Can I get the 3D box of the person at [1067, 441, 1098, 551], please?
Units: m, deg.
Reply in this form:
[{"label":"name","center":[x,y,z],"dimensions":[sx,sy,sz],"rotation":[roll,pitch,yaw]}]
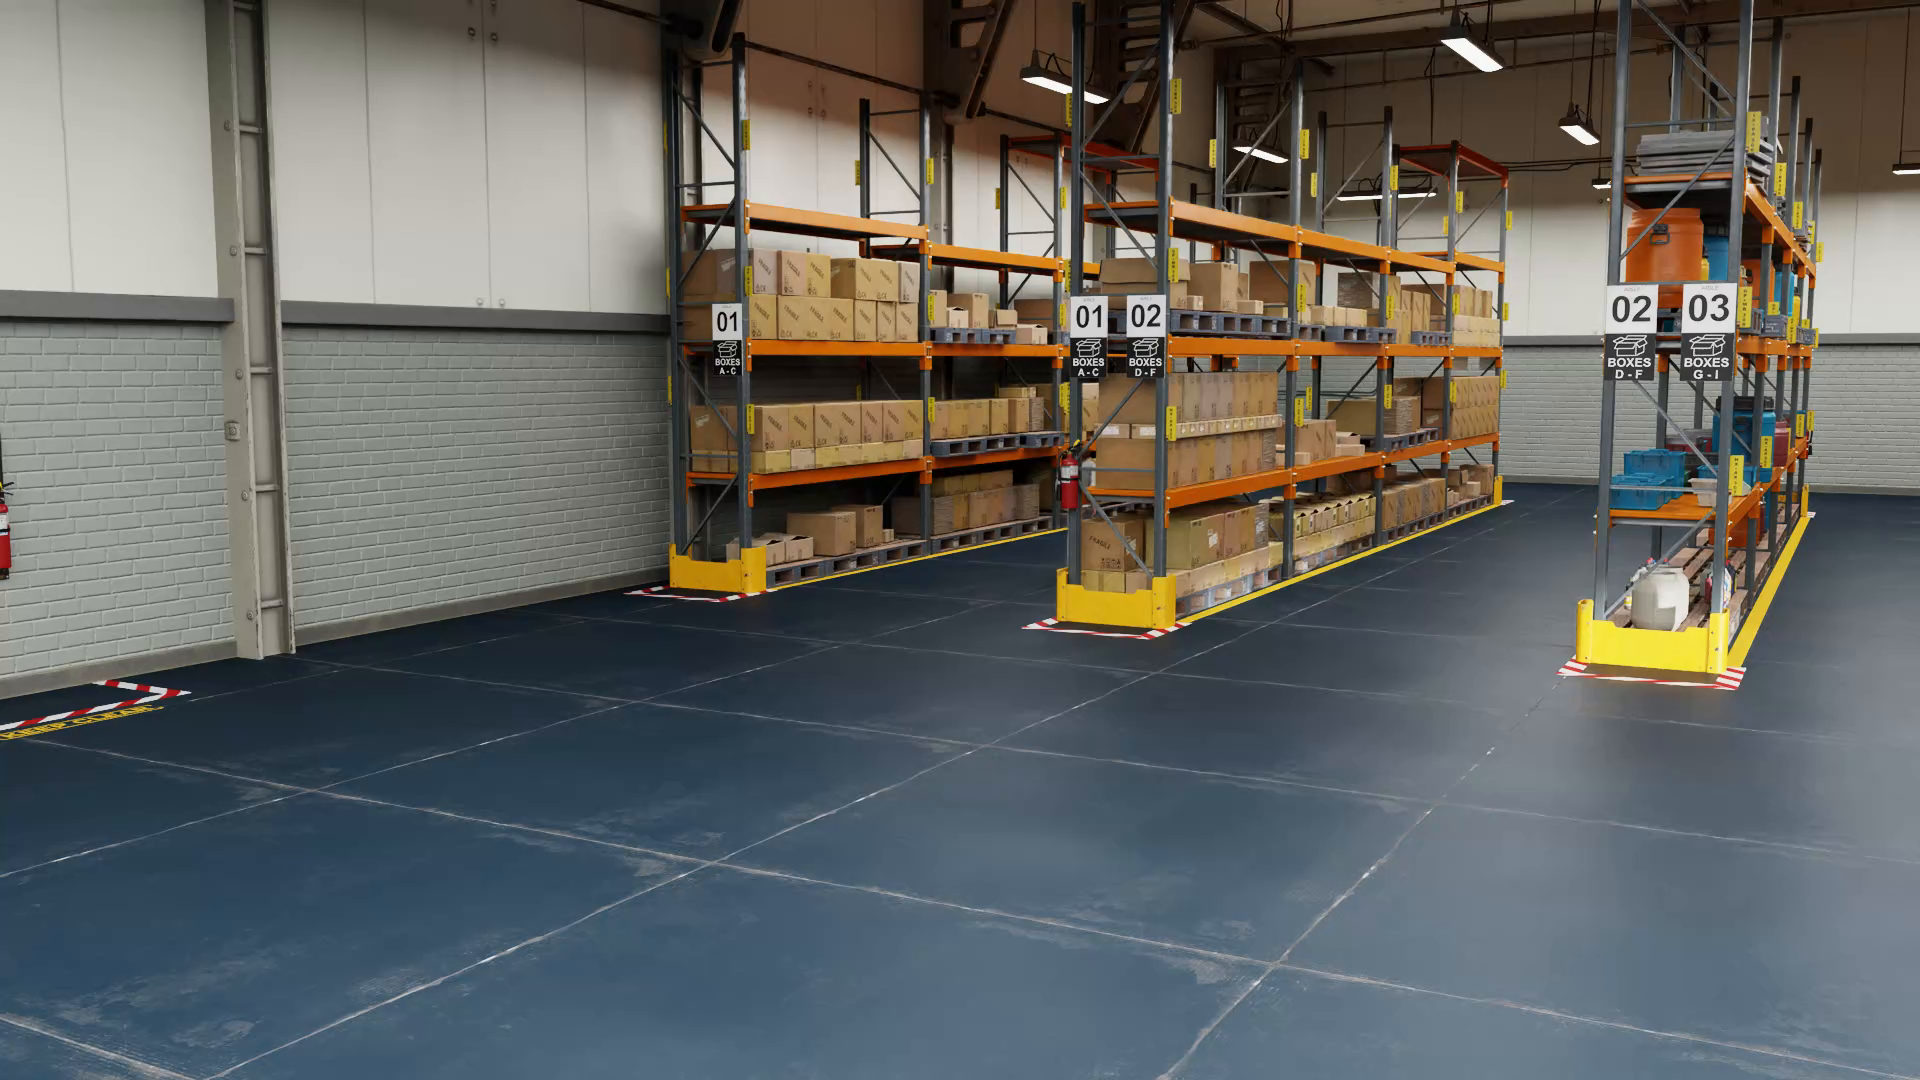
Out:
[{"label":"person","center":[1.518,-0.440,20.533],"dimensions":[0.406,1.566,0.745],"rotation":[1,6,13]}]
